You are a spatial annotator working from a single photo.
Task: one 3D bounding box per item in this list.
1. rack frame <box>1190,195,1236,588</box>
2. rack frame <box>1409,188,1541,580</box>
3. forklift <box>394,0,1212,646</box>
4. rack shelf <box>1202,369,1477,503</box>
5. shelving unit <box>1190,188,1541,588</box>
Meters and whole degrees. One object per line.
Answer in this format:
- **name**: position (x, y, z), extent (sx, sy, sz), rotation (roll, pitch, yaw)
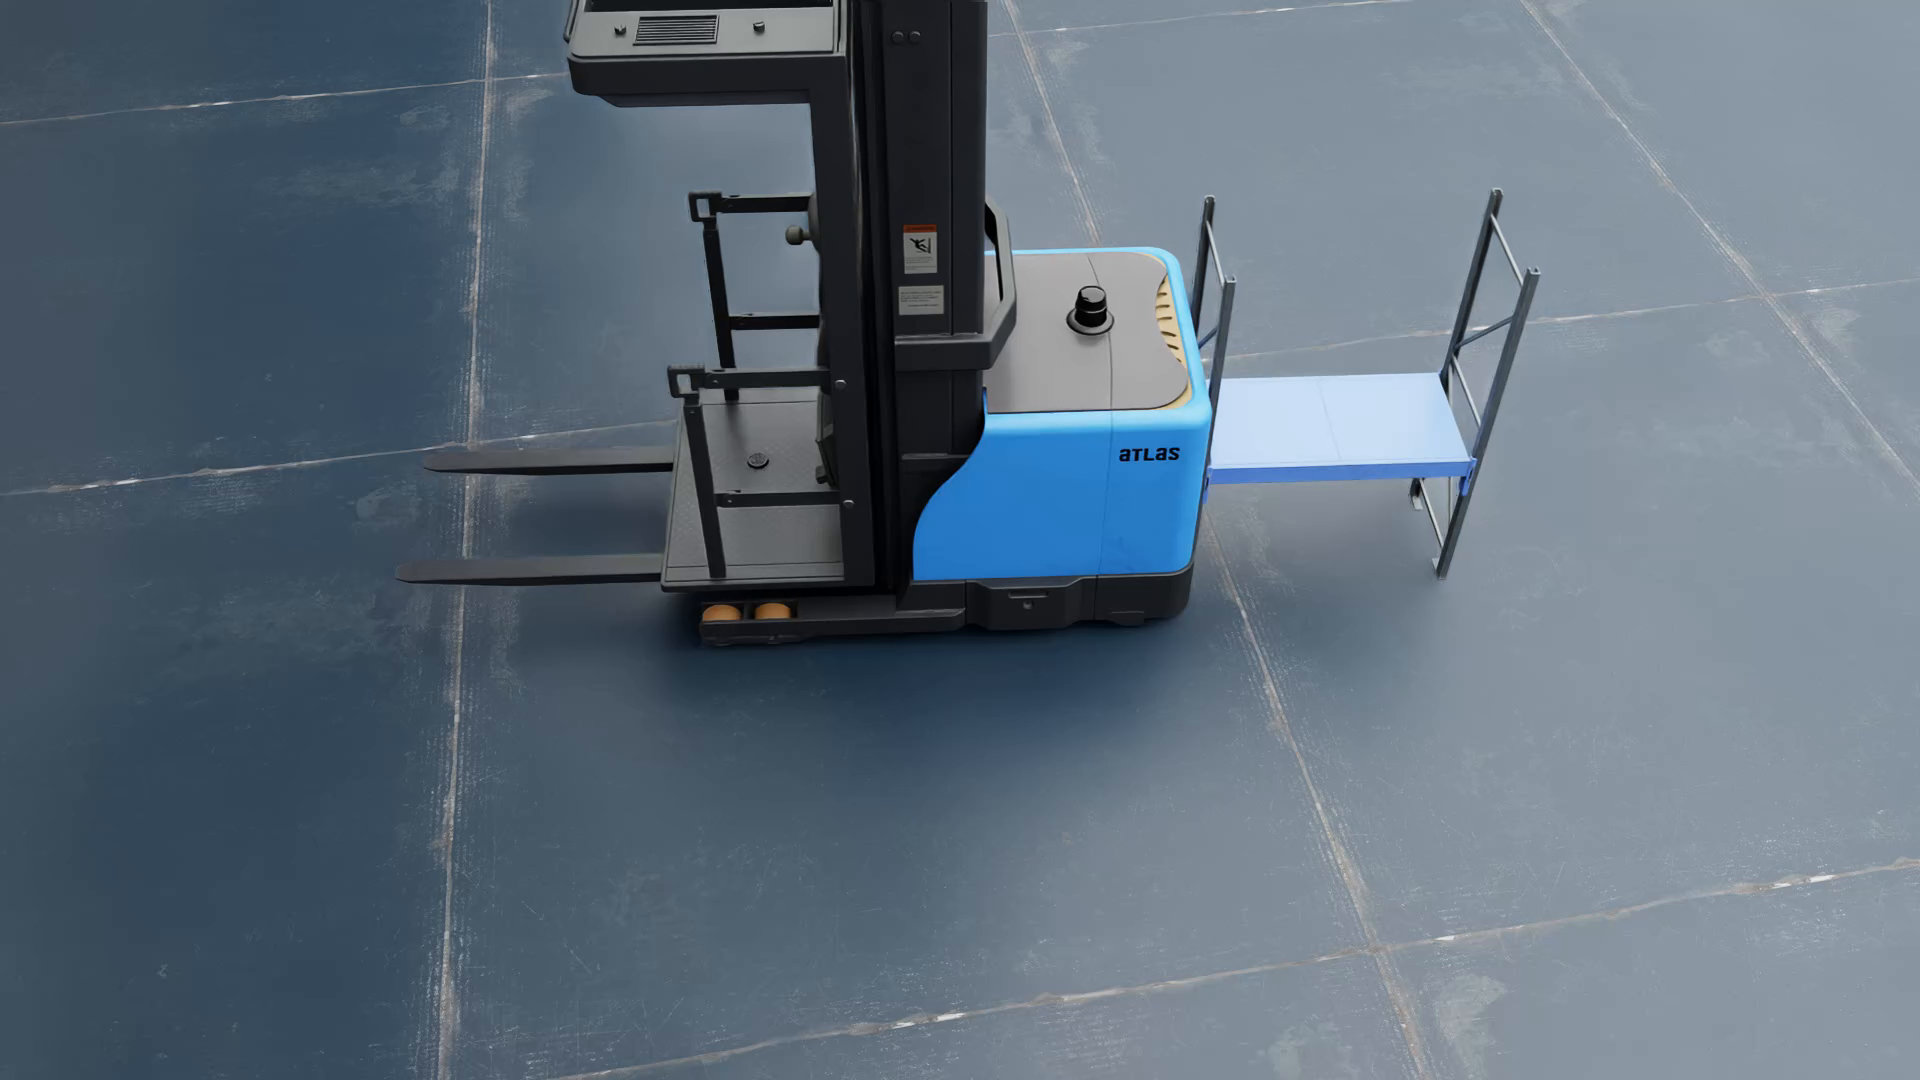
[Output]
- **rack frame**: position (0.886, -0.510, 6.200), extent (0.032, 1.500, 0.500), rotation (-2, 46, -2)
- **rack frame**: position (1.901, -0.542, 6.231), extent (0.032, 1.500, 0.500), rotation (-2, 46, -2)
- **forklift**: position (-0.647, -1.004, 5.682), extent (3.031, 2.935, 1.130), rotation (-2, 46, -2)
- **rack shelf**: position (1.394, -0.401, 6.345), extent (1.000, 0.185, 0.538), rotation (-2, 46, -2)
- **shelving unit**: position (1.394, -0.526, 6.215), extent (1.048, 1.500, 0.538), rotation (-2, 46, -2)
